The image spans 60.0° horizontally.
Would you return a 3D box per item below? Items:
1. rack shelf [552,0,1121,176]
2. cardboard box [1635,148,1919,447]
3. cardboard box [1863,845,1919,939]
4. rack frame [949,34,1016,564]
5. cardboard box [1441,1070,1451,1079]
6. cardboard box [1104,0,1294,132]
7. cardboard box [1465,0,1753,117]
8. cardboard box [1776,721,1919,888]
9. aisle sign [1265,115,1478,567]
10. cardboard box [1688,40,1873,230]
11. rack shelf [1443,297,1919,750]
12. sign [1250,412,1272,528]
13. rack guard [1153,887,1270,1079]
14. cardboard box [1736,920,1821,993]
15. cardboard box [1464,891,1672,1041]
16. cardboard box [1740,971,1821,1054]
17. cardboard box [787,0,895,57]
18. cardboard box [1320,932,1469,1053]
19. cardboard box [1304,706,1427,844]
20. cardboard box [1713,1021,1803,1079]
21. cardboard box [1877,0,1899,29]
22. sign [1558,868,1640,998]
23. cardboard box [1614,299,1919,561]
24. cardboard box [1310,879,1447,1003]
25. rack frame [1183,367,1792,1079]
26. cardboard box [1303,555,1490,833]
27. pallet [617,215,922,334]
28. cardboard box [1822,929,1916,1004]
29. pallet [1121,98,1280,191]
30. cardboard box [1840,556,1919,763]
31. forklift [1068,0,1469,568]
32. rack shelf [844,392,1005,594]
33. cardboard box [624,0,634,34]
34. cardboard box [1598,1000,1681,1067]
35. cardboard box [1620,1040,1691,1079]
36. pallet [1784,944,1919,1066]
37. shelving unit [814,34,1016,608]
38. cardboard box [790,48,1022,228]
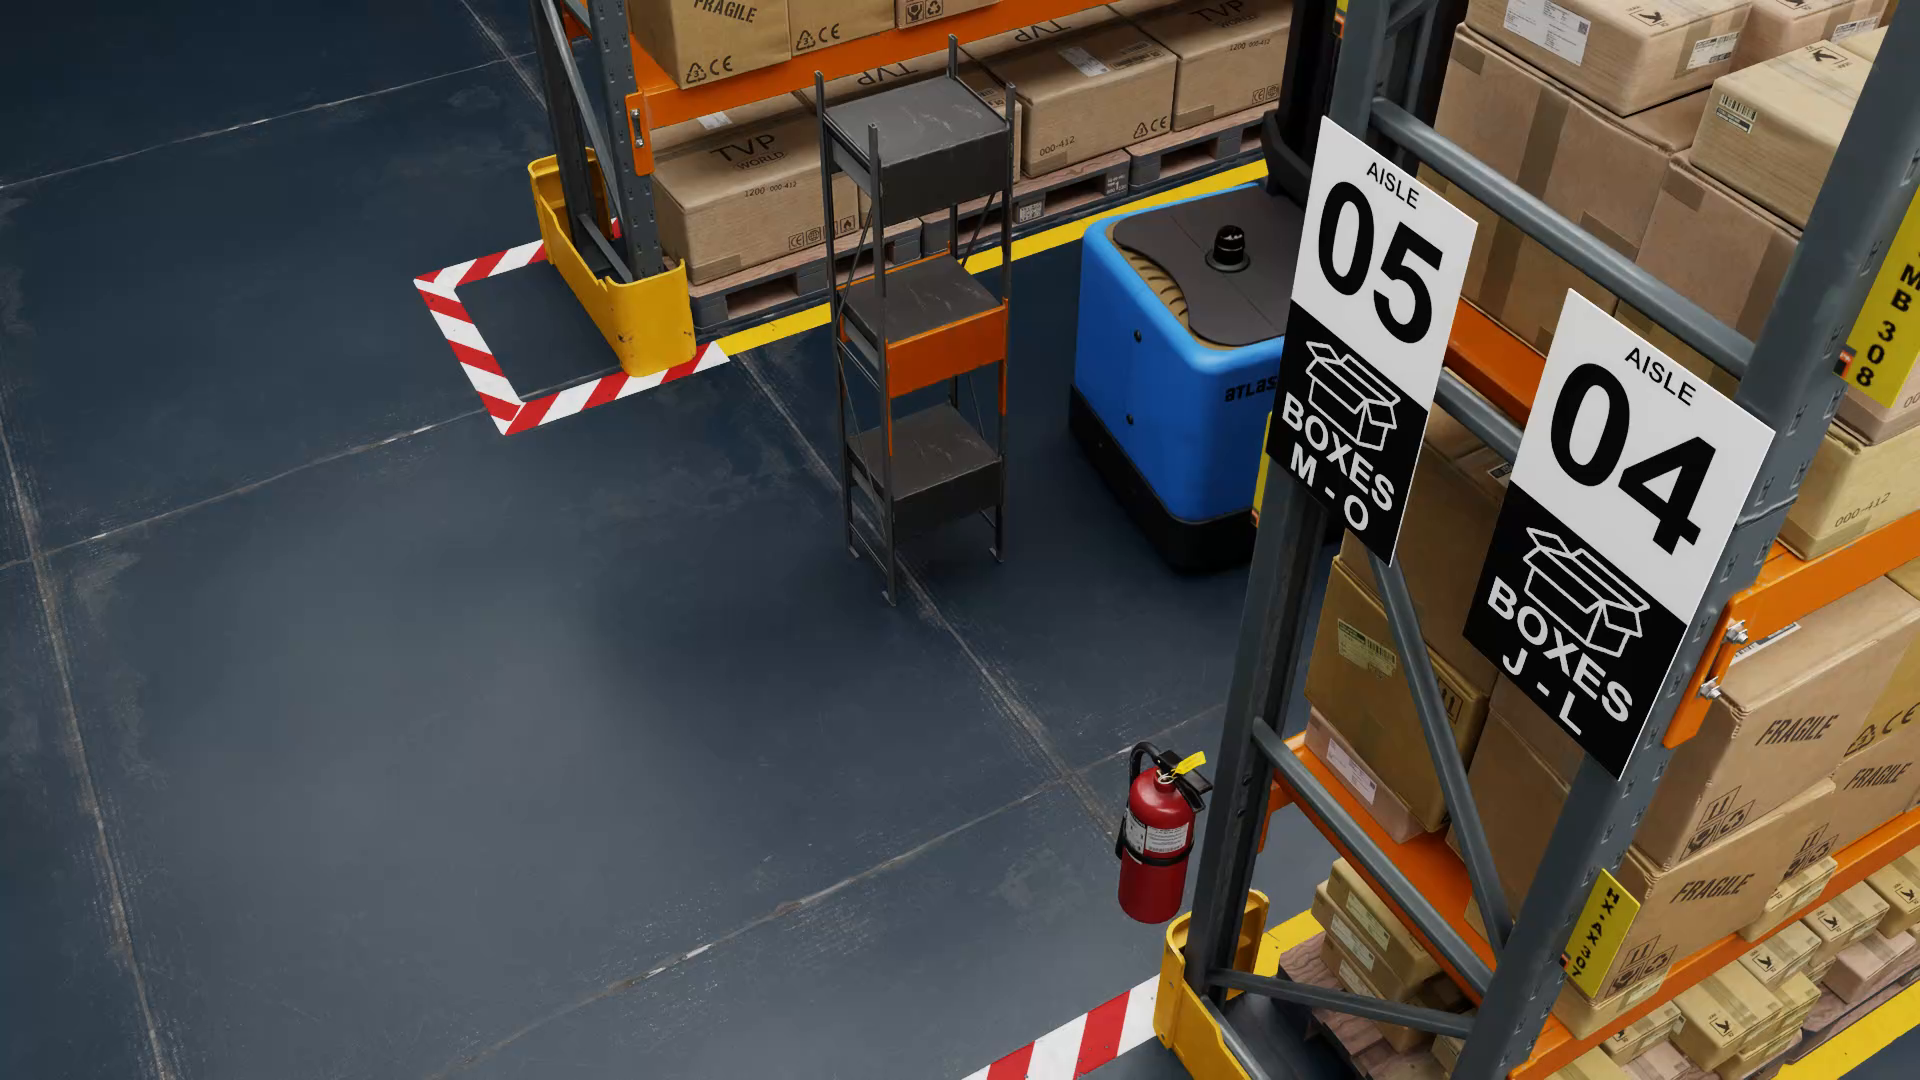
[{"bbox_3d":[0.133,-2.650,7.843,4.000,0.370,1.077,-22,48,-21],"label":"rack shelf"},{"bbox_3d":[1.471,-0.461,2.666,0.500,0.250,0.500,-21,48,-20],"label":"cardboard box"},{"bbox_3d":[2.707,0.954,4.932,0.250,0.149,0.380,-21,48,-20],"label":"cardboard box"},{"bbox_3d":[0.068,-0.781,6.047,0.015,2.100,0.400,-22,48,-21],"label":"rack frame"},{"bbox_3d":[1.566,1.624,4.668,0.250,0.149,0.380,-21,48,-20],"label":"cardboard box"},{"bbox_3d":[1.269,-2.680,8.896,0.875,0.438,0.875,-22,48,-21],"label":"cardboard box"},{"bbox_3d":[1.094,-0.898,2.830,0.250,0.149,0.380,-22,48,-21],"label":"cardboard box"},{"bbox_3d":[1.930,0.408,3.891,0.500,0.500,0.500,-22,48,-21],"label":"cardboard box"},{"bbox_3d":[0.739,-0.349,3.089,0.004,0.787,0.394,-22,48,-21],"label":"aisle sign"},{"bbox_3d":[1.346,-0.580,2.502,0.250,0.149,0.380,-22,48,-21],"label":"cardboard box"},{"bbox_3d":[2.686,-0.772,3.754,4.000,0.370,1.077,-22,48,-21],"label":"rack shelf"},{"bbox_3d":[0.693,-0.131,3.673,0.005,0.325,0.100,-22,48,-21],"label":"sign"},{"bbox_3d":[1.018,1.611,4.731,0.348,0.500,1.175,-22,48,-21],"label":"rack guard"},{"bbox_3d":[2.211,1.108,4.773,0.250,0.149,0.380,-24,49,-23],"label":"cardboard box"},{"bbox_3d":[1.396,0.916,3.833,0.250,0.149,0.380,-22,48,-21],"label":"cardboard box"},{"bbox_3d":[2.244,1.256,4.834,0.250,0.149,0.380,-20,48,-20],"label":"cardboard box"},{"bbox_3d":[-0.618,-2.435,7.034,0.500,0.500,0.500,-22,48,-21],"label":"cardboard box"},{"bbox_3d":[1.305,1.304,4.998,0.250,0.149,0.380,-21,48,-20],"label":"cardboard box"},{"bbox_3d":[1.094,0.547,4.213,0.250,0.149,0.380,-22,48,-21],"label":"cardboard box"},{"bbox_3d":[2.240,1.371,4.929,0.250,0.149,0.380,-21,48,-20],"label":"cardboard box"},{"bbox_3d":[1.579,-1.014,2.949,0.250,0.149,0.380,-23,49,-22],"label":"cardboard box"},{"bbox_3d":[1.223,0.757,3.194,0.005,0.325,0.100,-22,48,-21],"label":"sign"},{"bbox_3d":[1.469,-0.284,2.842,0.500,0.250,0.500,-20,48,-20],"label":"cardboard box"},{"bbox_3d":[1.268,1.150,4.943,0.250,0.149,0.380,-23,49,-22],"label":"cardboard box"},{"bbox_3d":[0.952,0.740,3.833,0.127,3.000,1.000,-22,48,-21],"label":"rack frame"},{"bbox_3d":[1.213,0.286,4.016,0.500,0.500,0.500,-21,48,-20],"label":"cardboard box"},{"bbox_3d":[-0.947,-1.538,8.183,1.213,0.211,1.003,-22,48,-21],"label":"pallet"},{"bbox_3d":[2.673,1.191,5.114,0.250,0.149,0.380,-24,49,-23],"label":"cardboard box"},{"bbox_3d":[1.168,-2.384,9.055,1.213,0.211,1.003,-22,48,-21],"label":"pallet"},{"bbox_3d":[1.908,0.064,3.527,0.500,0.500,0.500,-20,48,-20],"label":"cardboard box"},{"bbox_3d":[2.032,-1.614,6.308,3.031,2.935,1.130,-16,47,-16],"label":"forklift"},{"bbox_3d":[-0.144,-0.184,6.457,0.480,0.518,0.431,-22,48,-21],"label":"rack shelf"},{"bbox_3d":[-1.315,-2.577,7.180,0.500,0.500,0.500,-22,48,-21],"label":"cardboard box"},{"bbox_3d":[1.755,1.254,4.622,0.250,0.149,0.380,-21,48,-20],"label":"cardboard box"},{"bbox_3d":[1.800,1.418,4.667,0.250,0.149,0.380,-22,48,-21],"label":"cardboard box"},{"bbox_3d":[2.797,1.034,5.533,1.213,0.211,1.003,-22,48,-21],"label":"pallet"},{"bbox_3d":[-0.144,-0.696,5.960,0.503,2.100,0.431,-22,48,-21],"label":"shelving unit"},{"bbox_3d":[-0.290,-2.057,8.254,0.875,0.438,0.875,-21,48,-20],"label":"cardboard box"}]
